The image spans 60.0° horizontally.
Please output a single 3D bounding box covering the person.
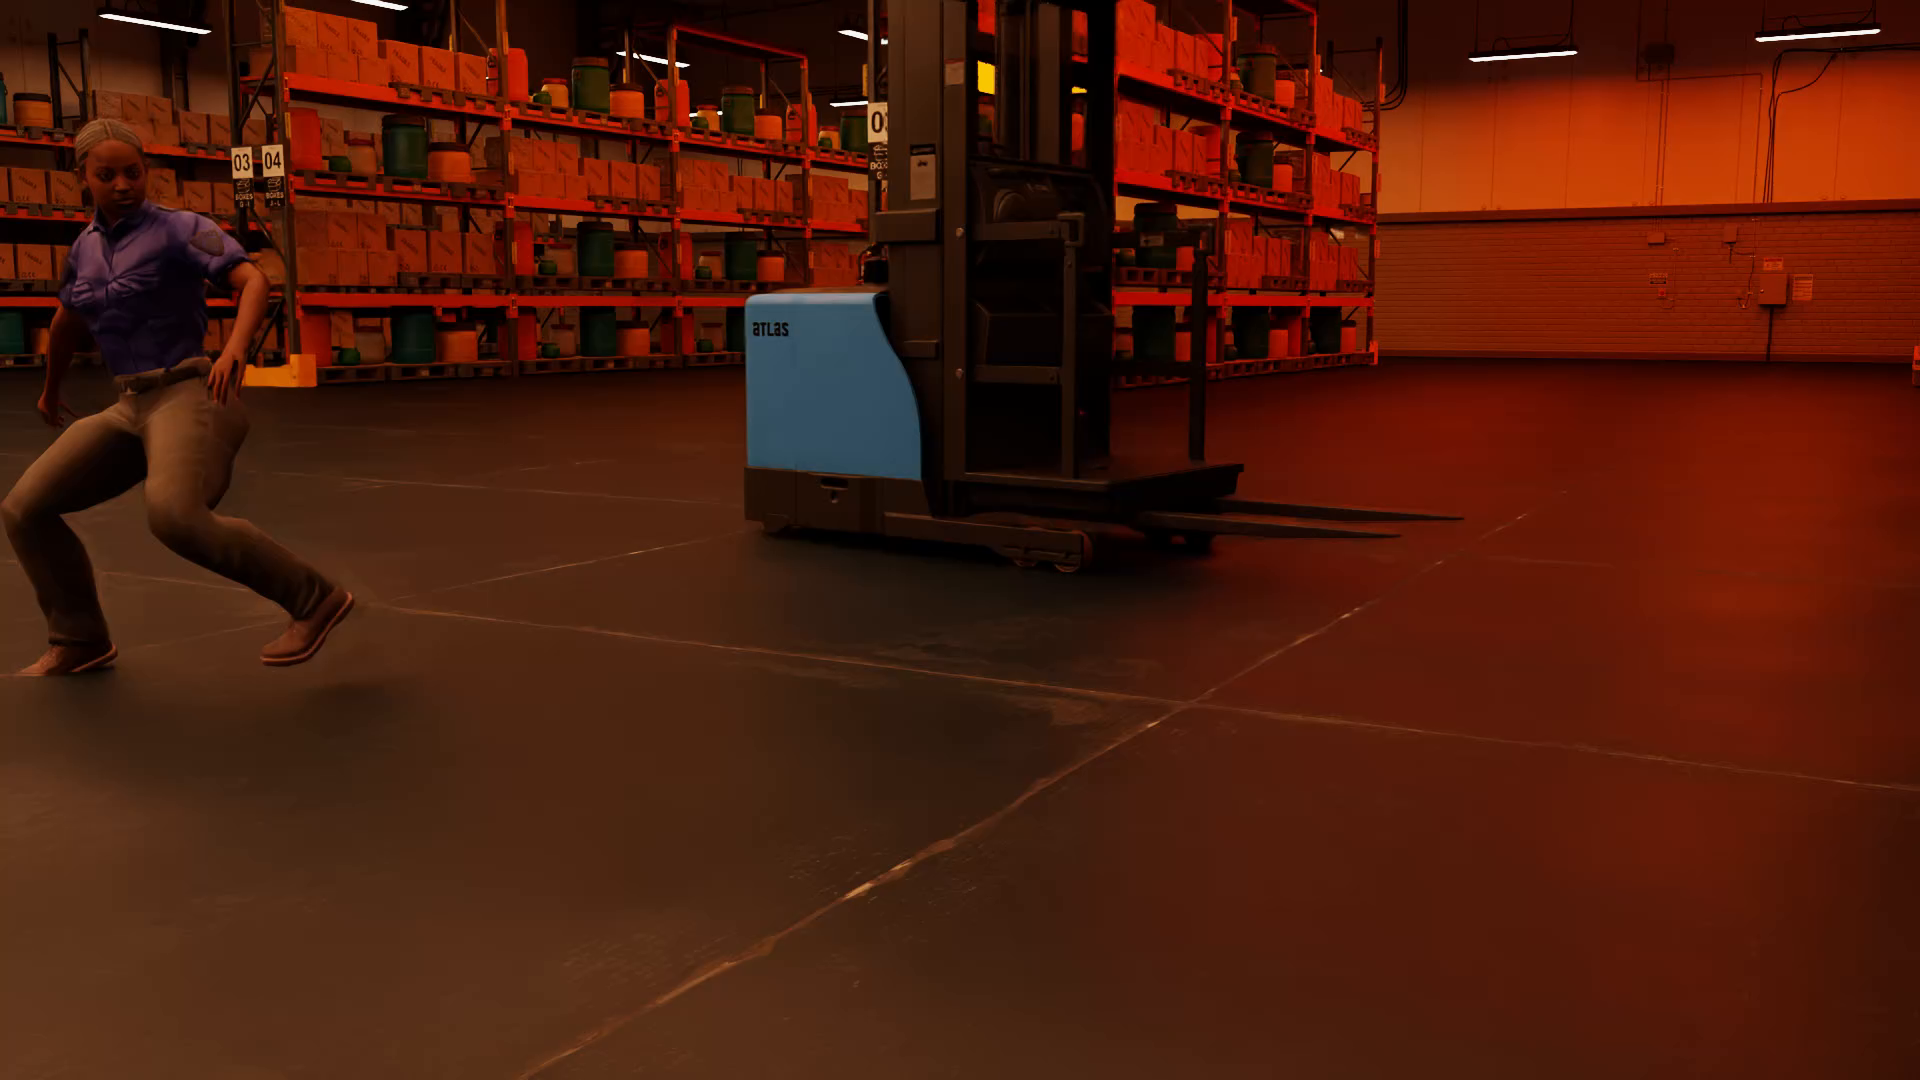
[{"bbox_3d":[-2.218,-0.339,4.502,1.085,1.548,0.483,4,9,29],"label":"person"}]

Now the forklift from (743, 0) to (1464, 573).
[{"bbox_3d":[0.509,-1.407,6.789,3.031,2.935,1.130,6,10,37],"label":"forklift"}]
